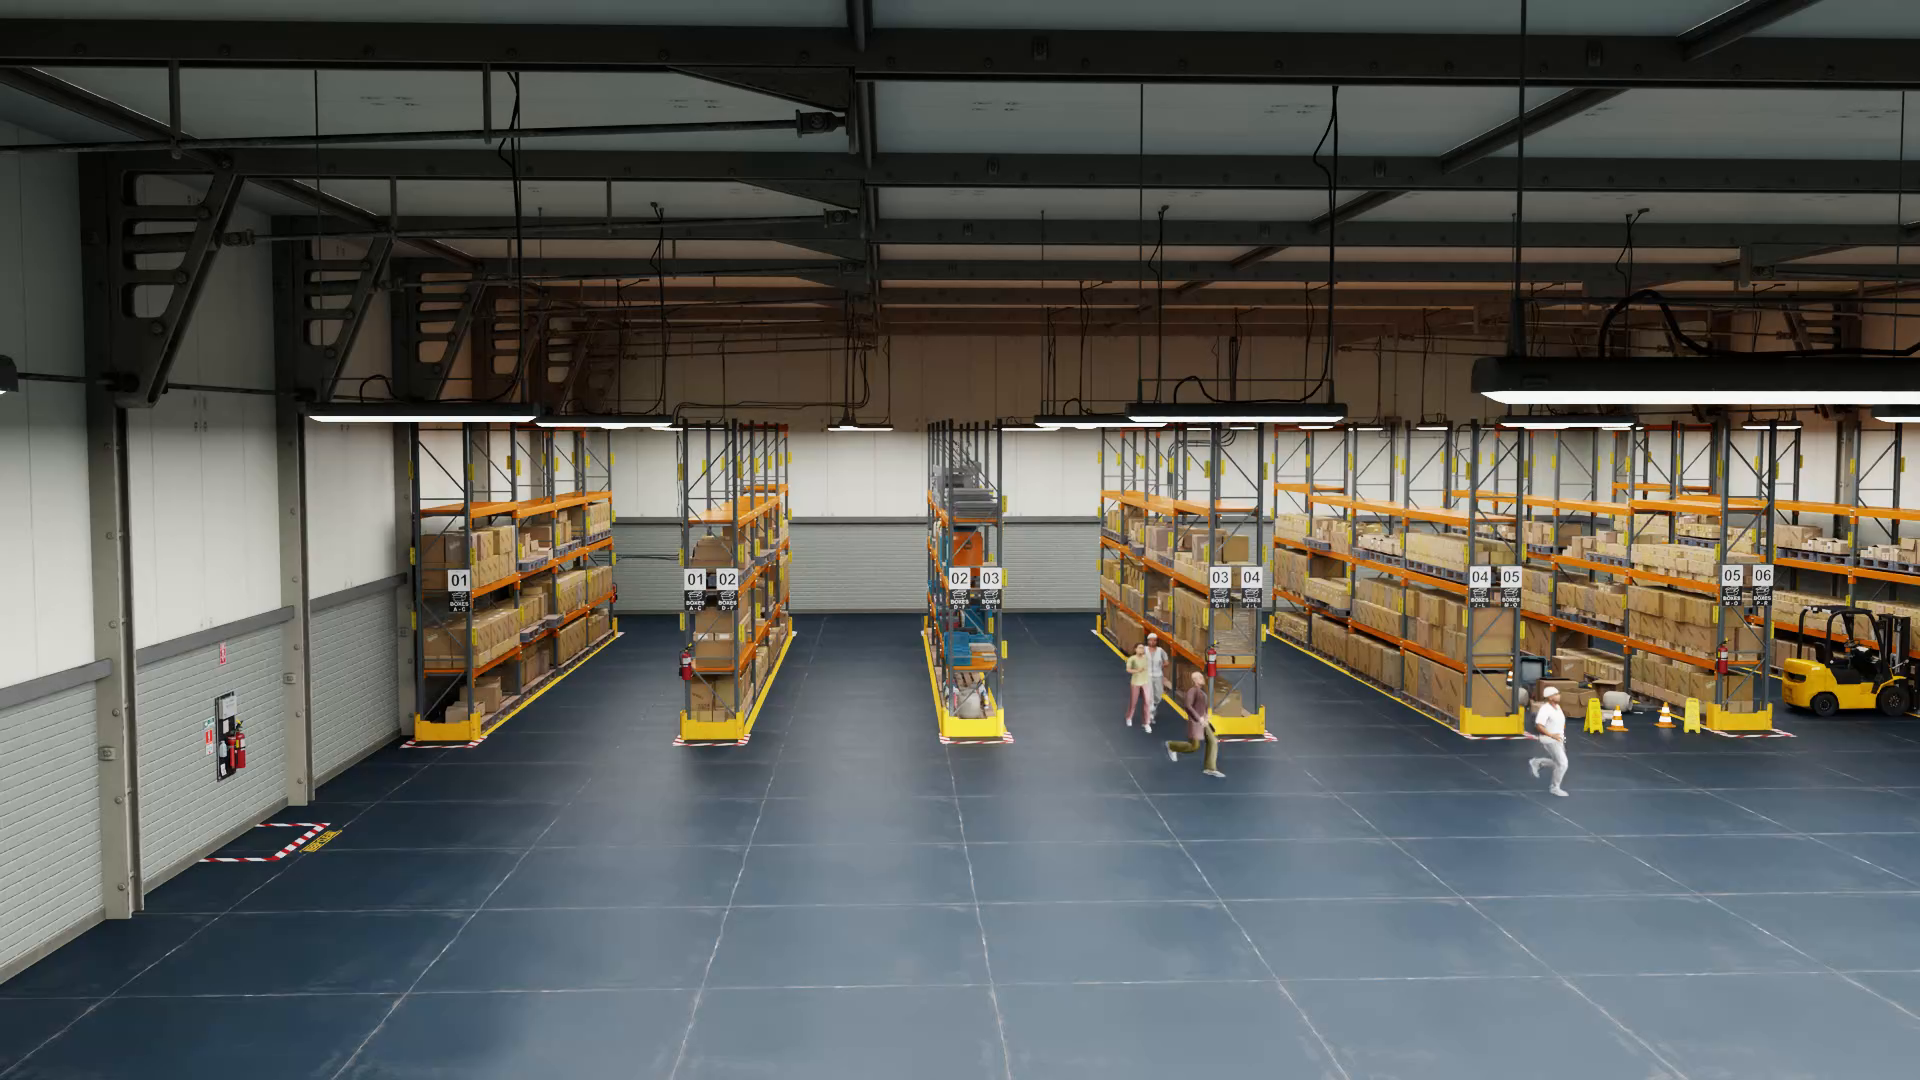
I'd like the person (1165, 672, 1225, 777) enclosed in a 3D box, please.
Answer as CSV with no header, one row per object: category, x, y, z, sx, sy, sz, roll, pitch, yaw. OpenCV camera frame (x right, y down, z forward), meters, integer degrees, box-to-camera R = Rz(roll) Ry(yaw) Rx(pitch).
person,3.989,3.089,27.911,0.943,1.760,0.701,2,4,31

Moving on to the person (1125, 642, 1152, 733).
person,3.430,2.820,32.117,0.576,1.716,0.831,-1,4,-20

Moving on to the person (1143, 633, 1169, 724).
person,3.803,2.719,32.893,0.668,1.768,0.963,0,4,-1

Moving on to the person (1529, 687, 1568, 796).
person,9.376,3.181,26.475,0.661,1.707,0.720,3,5,36

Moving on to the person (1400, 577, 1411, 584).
person,13.262,1.775,49.356,0.843,1.589,0.518,0,4,0
